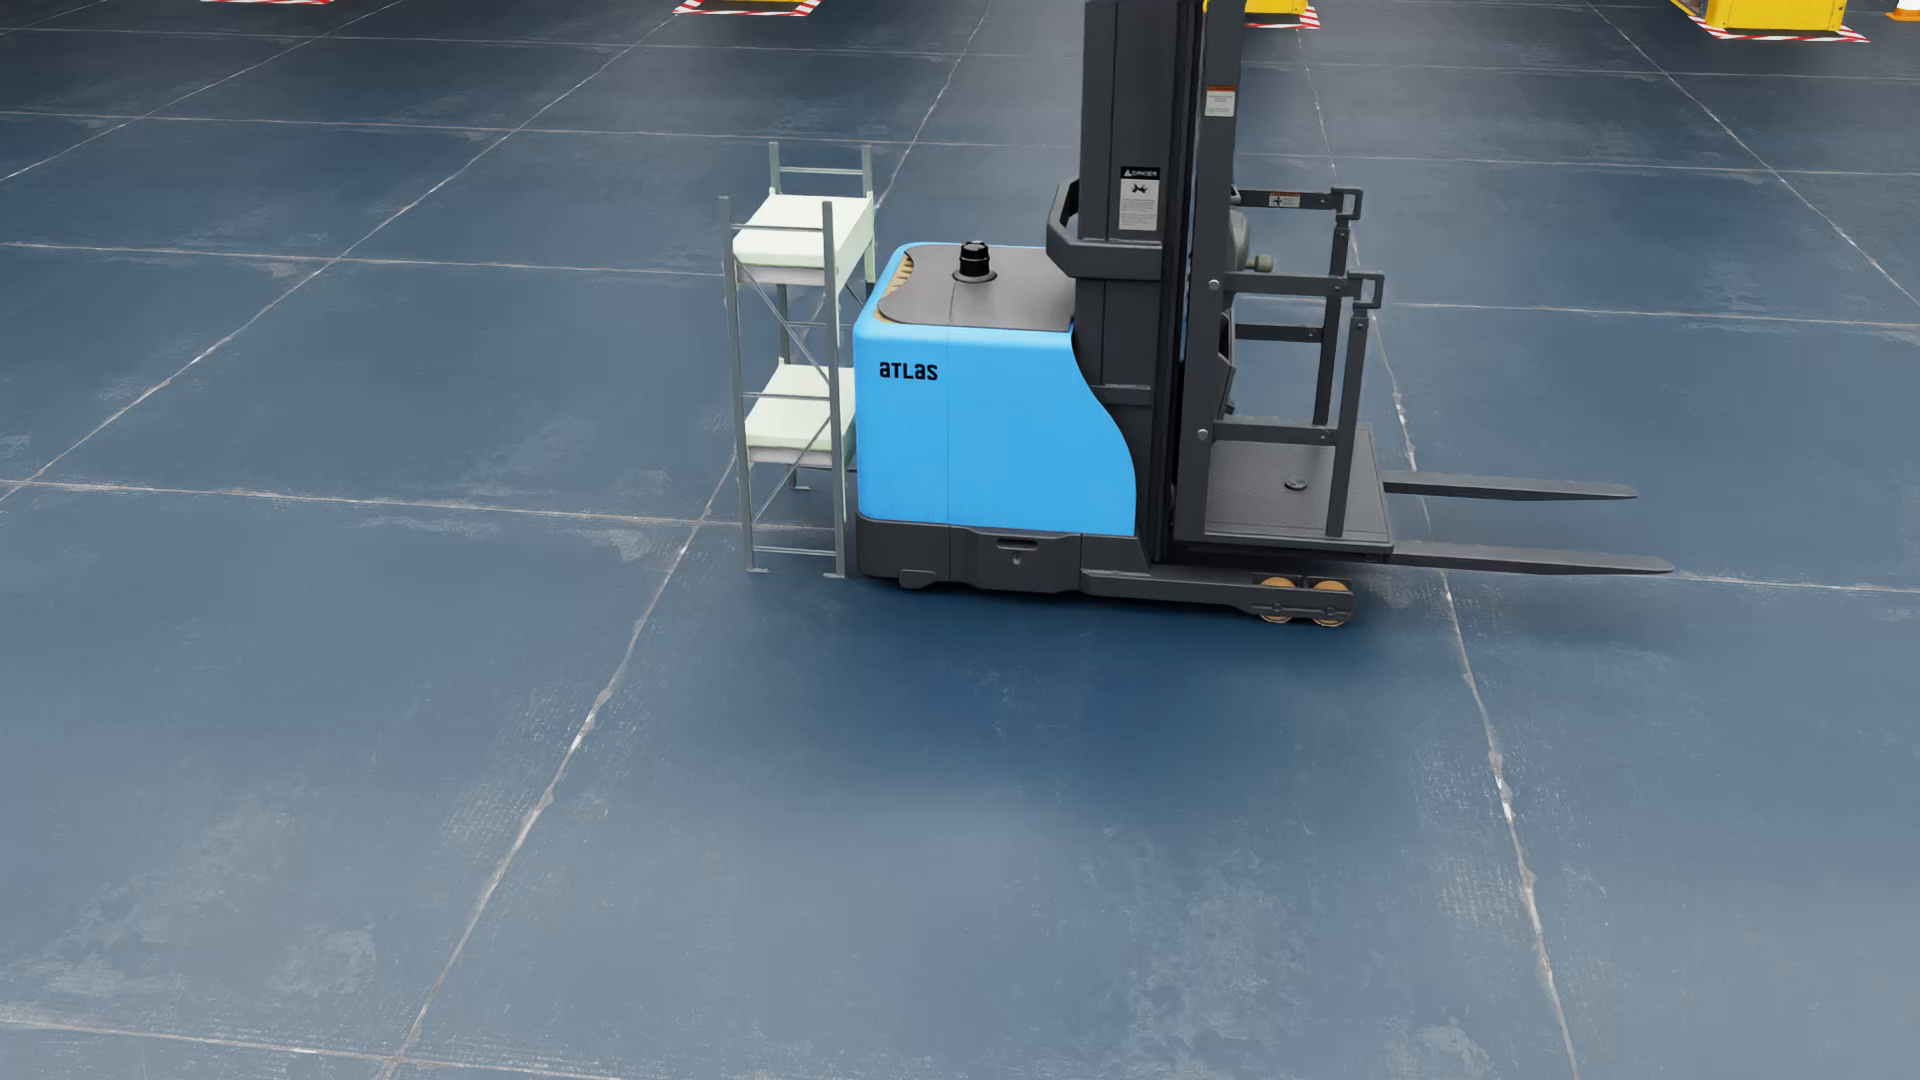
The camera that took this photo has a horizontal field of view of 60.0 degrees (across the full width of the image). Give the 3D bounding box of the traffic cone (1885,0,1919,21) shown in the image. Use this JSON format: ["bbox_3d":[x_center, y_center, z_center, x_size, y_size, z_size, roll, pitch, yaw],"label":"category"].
[{"bbox_3d":[9.211,-5.285,16.071,0.336,0.463,0.334,3,28,6],"label":"traffic cone"}]

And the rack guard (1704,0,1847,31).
[{"bbox_3d":[7.734,-5.122,15.731,1.175,0.500,0.348,3,28,6],"label":"rack guard"}]

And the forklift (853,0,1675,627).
[{"bbox_3d":[1.160,-1.240,5.961,3.031,2.935,1.130,4,29,7],"label":"forklift"}]

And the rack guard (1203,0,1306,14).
[{"bbox_3d":[2.836,-5.505,16.442,1.175,0.500,0.348,3,28,6],"label":"rack guard"}]

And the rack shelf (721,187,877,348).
[{"bbox_3d":[-0.592,-1.042,6.280,0.431,0.370,0.720,4,29,7],"label":"rack shelf"}]

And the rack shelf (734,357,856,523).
[{"bbox_3d":[-0.592,-0.411,6.619,0.431,0.370,0.720,4,29,7],"label":"rack shelf"}]

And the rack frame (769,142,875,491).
[{"bbox_3d":[-0.541,-0.870,6.784,0.400,1.500,0.023,4,29,7],"label":"rack frame"}]

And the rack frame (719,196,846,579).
[{"bbox_3d":[-0.643,-0.526,6.146,0.400,1.500,0.023,4,29,7],"label":"rack frame"}]

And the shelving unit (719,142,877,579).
[{"bbox_3d":[-0.592,-0.698,6.465,0.431,1.500,0.755,4,29,7],"label":"shelving unit"}]

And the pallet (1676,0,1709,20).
[{"bbox_3d":[7.757,-5.387,16.527,1.003,0.211,1.213,3,28,6],"label":"pallet"}]

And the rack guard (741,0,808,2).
[{"bbox_3d":[-2.126,-5.796,16.981,1.175,0.500,0.348,3,28,6],"label":"rack guard"}]
